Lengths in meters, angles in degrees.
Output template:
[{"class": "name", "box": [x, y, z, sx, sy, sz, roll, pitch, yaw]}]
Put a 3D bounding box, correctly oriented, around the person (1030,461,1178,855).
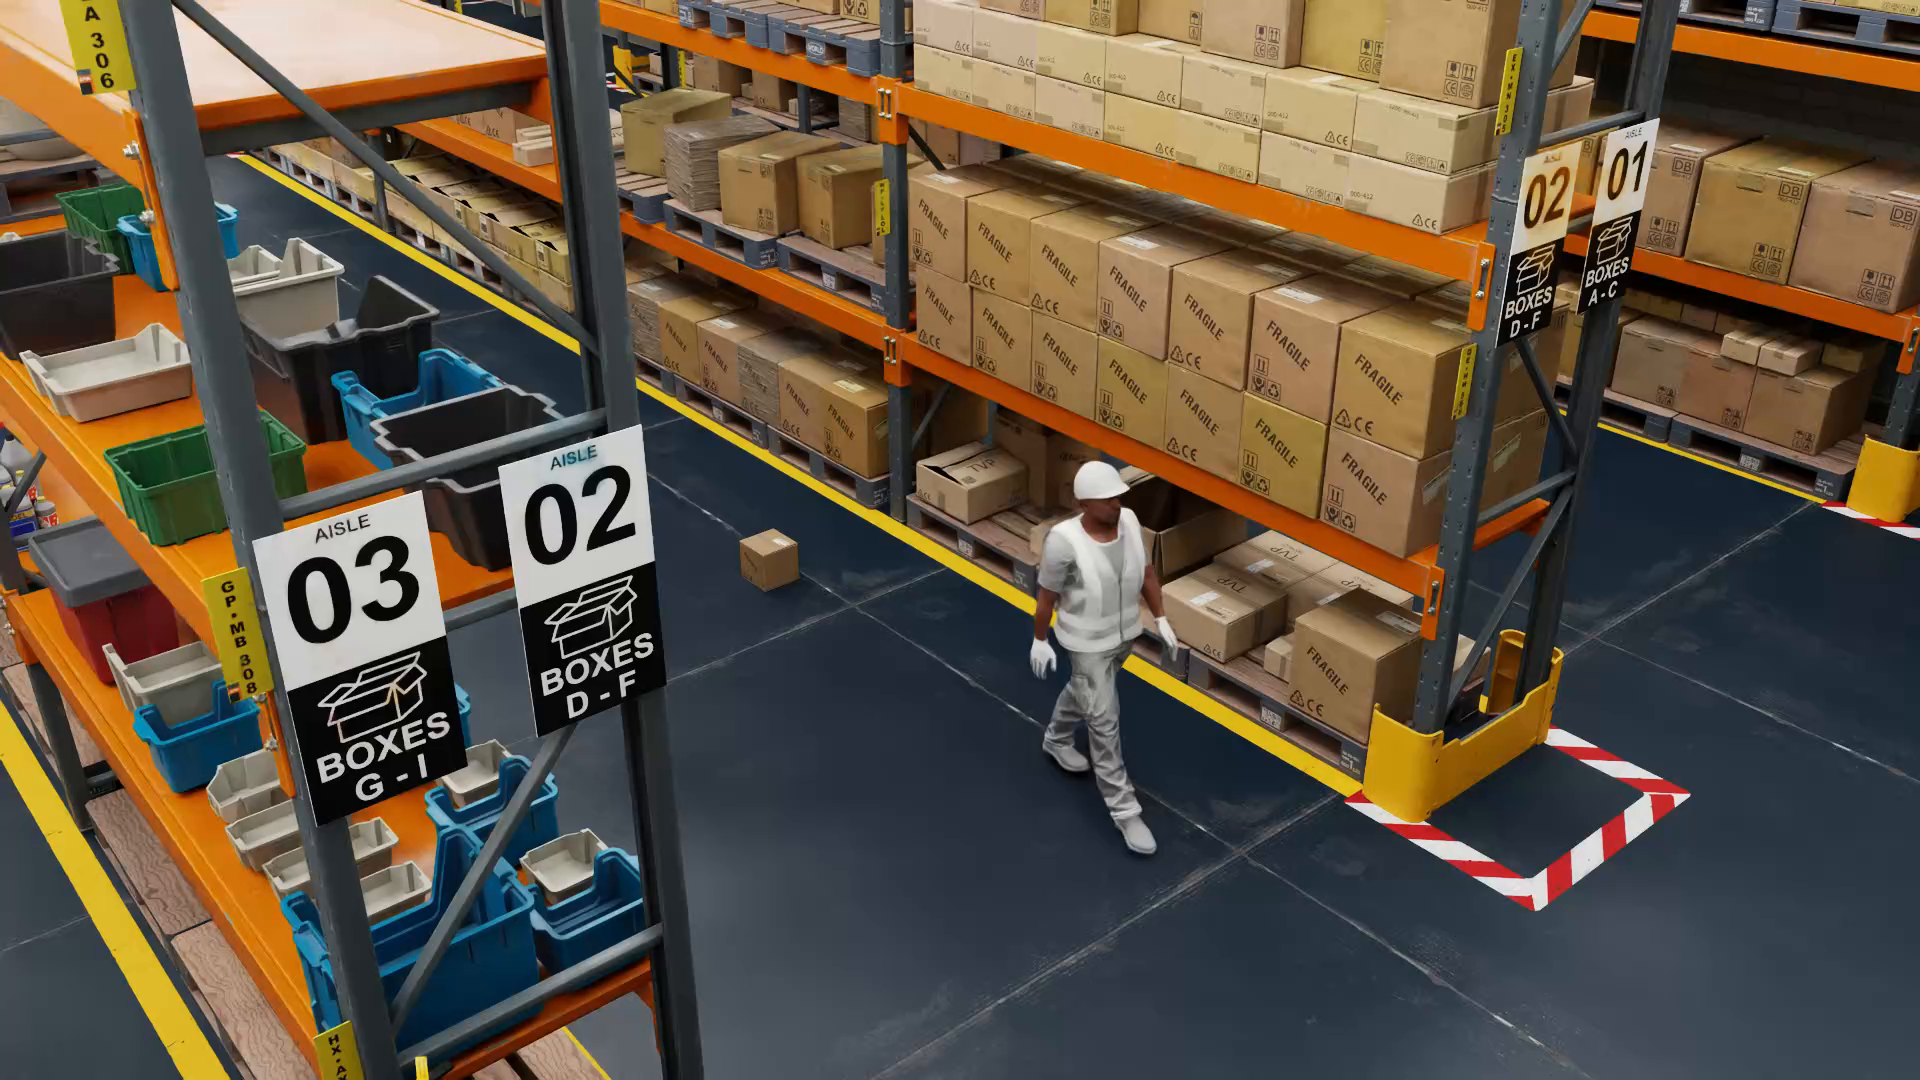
[{"class": "person", "box": [0.713, 0.469, 7.678, 0.599, 1.733, 0.965, -21, 34, -34]}]
